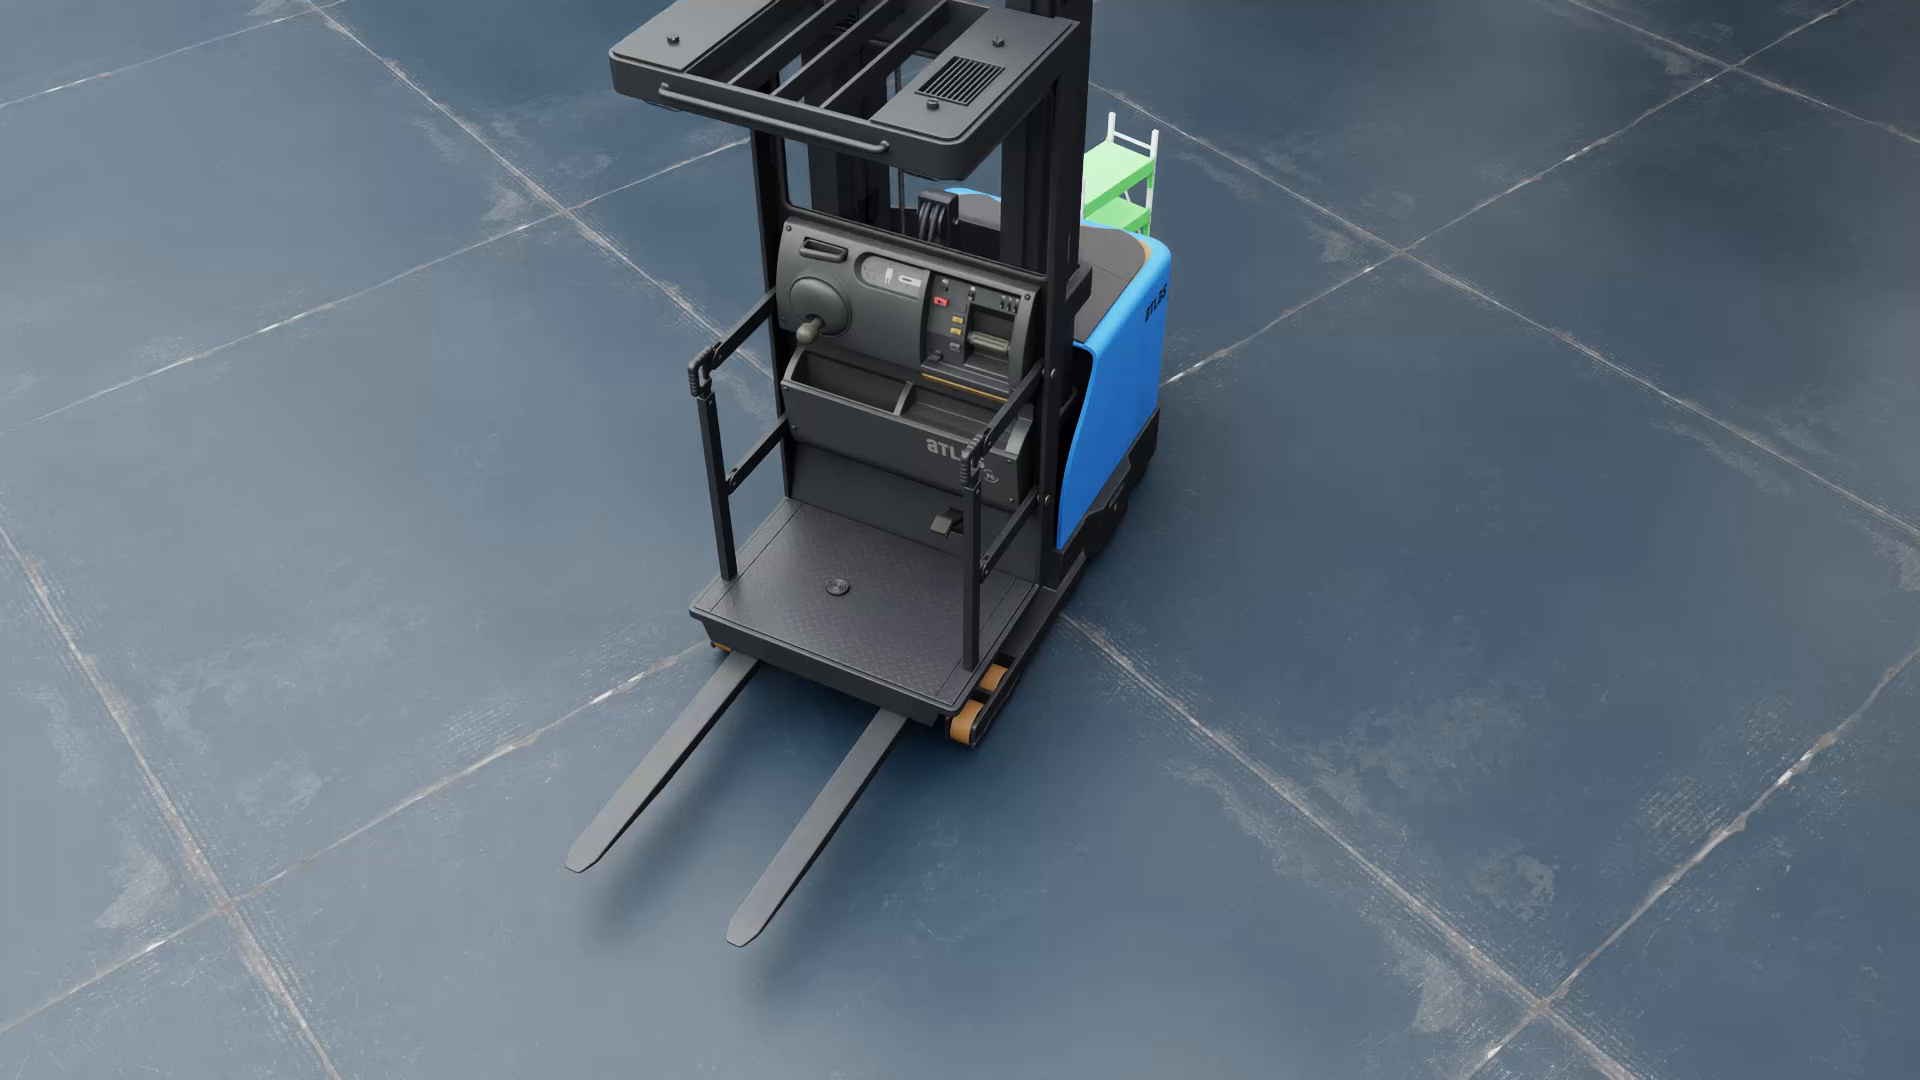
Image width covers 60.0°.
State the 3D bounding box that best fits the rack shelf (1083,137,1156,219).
[{"bbox_3d":[0.555,-1.453,6.813,0.258,0.148,0.480,30,51,28],"label":"rack shelf"}]

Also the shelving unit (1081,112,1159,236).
[{"bbox_3d":[0.555,-1.150,7.098,0.258,1.200,0.503,30,51,28],"label":"shelving unit"}]

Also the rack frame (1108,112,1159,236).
[{"bbox_3d":[0.713,-1.277,7.233,0.240,1.200,0.015,30,51,28],"label":"rack frame"}]

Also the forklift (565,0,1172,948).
[{"bbox_3d":[-0.284,-0.685,5.338,1.130,2.935,3.031,19,46,19],"label":"forklift"}]

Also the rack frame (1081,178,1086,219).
[{"bbox_3d":[0.396,-1.023,6.962,0.240,1.200,0.015,30,51,28],"label":"rack frame"}]

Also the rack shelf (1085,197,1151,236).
[{"bbox_3d":[0.555,-1.278,6.977,0.258,0.148,0.480,30,51,28],"label":"rack shelf"}]
